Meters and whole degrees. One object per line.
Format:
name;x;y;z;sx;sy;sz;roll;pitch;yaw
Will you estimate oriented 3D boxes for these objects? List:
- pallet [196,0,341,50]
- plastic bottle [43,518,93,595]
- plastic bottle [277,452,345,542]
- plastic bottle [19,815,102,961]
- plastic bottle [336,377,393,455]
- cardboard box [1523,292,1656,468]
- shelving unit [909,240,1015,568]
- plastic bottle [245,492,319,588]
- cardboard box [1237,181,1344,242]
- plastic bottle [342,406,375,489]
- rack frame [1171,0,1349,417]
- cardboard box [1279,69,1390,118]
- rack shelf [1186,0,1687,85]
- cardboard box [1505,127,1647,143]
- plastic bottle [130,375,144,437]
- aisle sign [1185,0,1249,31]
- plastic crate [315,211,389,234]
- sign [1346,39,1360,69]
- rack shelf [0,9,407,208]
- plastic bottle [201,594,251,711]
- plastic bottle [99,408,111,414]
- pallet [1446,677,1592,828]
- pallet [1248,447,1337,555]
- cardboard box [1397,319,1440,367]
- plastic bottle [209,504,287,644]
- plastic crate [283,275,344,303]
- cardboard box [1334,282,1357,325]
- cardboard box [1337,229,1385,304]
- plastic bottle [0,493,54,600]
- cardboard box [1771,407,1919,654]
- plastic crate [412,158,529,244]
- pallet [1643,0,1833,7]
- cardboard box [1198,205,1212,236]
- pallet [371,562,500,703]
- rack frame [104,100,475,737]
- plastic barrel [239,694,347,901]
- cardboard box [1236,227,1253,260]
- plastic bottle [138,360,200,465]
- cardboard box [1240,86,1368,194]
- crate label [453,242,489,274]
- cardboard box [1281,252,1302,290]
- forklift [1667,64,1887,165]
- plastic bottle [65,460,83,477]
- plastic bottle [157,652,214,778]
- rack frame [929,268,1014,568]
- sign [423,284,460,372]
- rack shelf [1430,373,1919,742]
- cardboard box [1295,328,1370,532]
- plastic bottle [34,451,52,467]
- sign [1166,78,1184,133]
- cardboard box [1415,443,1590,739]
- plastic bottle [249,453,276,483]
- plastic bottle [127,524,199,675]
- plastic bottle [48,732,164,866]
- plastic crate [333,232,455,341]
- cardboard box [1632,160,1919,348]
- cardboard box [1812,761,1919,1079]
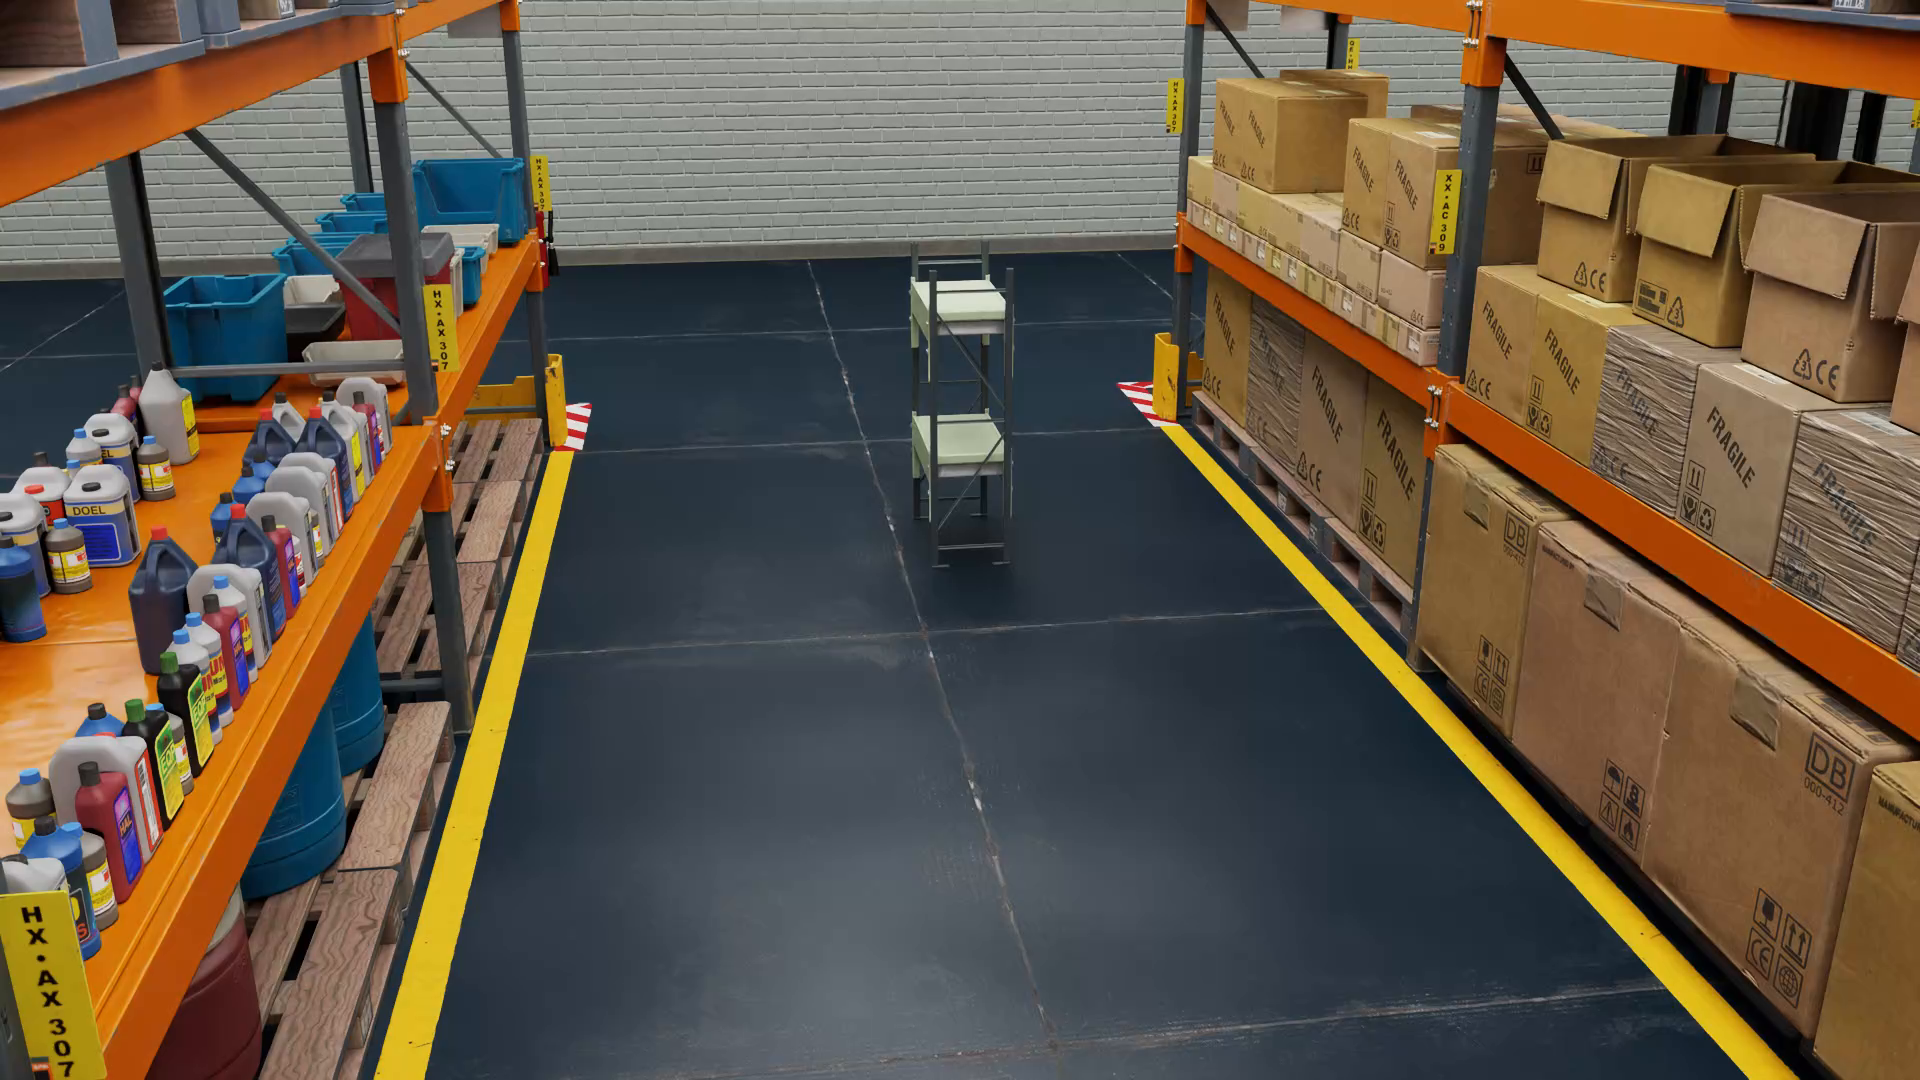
pallet;-2.074;-1.278;3.834;1.003;0.211;1.213;-3;21;-8
plastic bottle;-2.473;0.040;4.605;0.097;0.201;0.097;0;20;0
plastic bottle;-1.948;-0.141;4.984;0.152;0.276;0.135;-3;21;-8
plastic bottle;-1.606;0.617;2.961;0.097;0.271;0.097;0;20;0
plastic bottle;-2.074;-0.442;5.790;0.152;0.276;0.135;-3;21;-8
cardboard box;2.343;-0.571;5.815;0.500;0.500;0.500;-3;21;-8
shelving unit;0.001;-0.700;8.448;0.431;1.500;0.755;-3;21;-8
plastic bottle;-1.896;-0.014;4.644;0.152;0.276;0.135;-3;21;-8
cardboard box;1.827;-1.791;9.013;0.500;0.250;0.500;-4;21;-10
plastic bottle;-2.021;-0.316;5.452;0.152;0.276;0.135;-3;21;-8
rack frame;1.874;-2.255;10.467;1.000;3.000;0.127;-3;21;-8
cardboard box;2.204;-2.520;9.894;0.500;0.500;0.500;-3;21;-7
rack shelf;2.162;-2.631;8.214;1.077;0.370;4.000;-3;21;-8
cardboard box;2.635;-1.469;7.081;0.500;0.500;0.500;-3;21;-8
plastic bottle;-2.820;-0.417;5.713;0.061;0.283;0.133;-3;21;-8
aisle sign;1.567;-3.483;10.038;0.394;0.787;0.004;-3;21;-8
plastic crate;-3.222;-1.625;8.933;0.416;0.233;0.300;-3;21;-8
sign;2.413;-2.931;10.283;0.100;0.325;0.005;-3;21;-8
rack shelf;-2.162;-0.996;3.837;1.077;0.370;4.000;-3;21;-8
plastic bottle;-1.738;0.251;3.925;0.061;0.283;0.133;-3;21;-8
plastic bottle;-2.752;-0.293;5.397;0.097;0.271;0.097;0;20;0
pallet;2.637;0.699;6.542;1.003;0.211;1.213;-3;21;-8
pallet;2.239;-0.254;9.096;1.003;0.211;1.213;-3;21;-8
cardboard box;2.083;-0.842;7.041;0.380;0.149;0.250;-3;21;-7
plastic bottle;-1.835;0.086;4.270;0.144;0.351;0.185;-3;21;-8
plastic crate;-2.999;-1.113;7.699;0.293;0.136;0.466;-3;21;-8
cardboard box;1.971;-1.109;7.756;0.380;0.149;0.250;-3;21;-7
cardboard box;2.050;-1.258;7.586;0.500;0.250;0.500;-2;21;-6
plastic bottle;-2.594;0.018;4.558;0.152;0.276;0.135;-3;21;-8
cardboard box;2.567;-0.043;4.401;0.500;0.500;0.500;-4;21;-10
plastic crate;-2.794;-1.944;9.496;0.616;0.435;0.499;-3;21;-8
pallet;2.632;-1.871;5.424;0.805;0.209;1.217;-4;21;-10
cardboard box;1.637;-1.909;9.900;0.380;0.149;0.250;-3;21;-9
pallet;-2.595;0.433;7.254;1.003;0.211;1.213;-3;21;-8
rack frame;-2.450;-0.620;6.090;1.000;3.000;0.127;-3;21;-8
plastic barrel;-2.287;0.600;5.221;0.600;0.901;0.708;-3;21;-8
cardboard box;1.749;-1.642;9.185;0.380;0.149;0.250;-3;21;-9
plastic bottle;-2.715;-0.445;5.691;0.144;0.351;0.185;-3;21;-8
cardboard box;1.829;-2.144;8.886;0.500;0.500;0.500;-3;21;-9
crate label;-2.639;-1.440;8.577;0.396;0.136;0.243;-3;21;-8
cardboard box;1.861;-1.375;8.469;0.380;0.149;0.250;-3;21;-7
forklift;4.532;-1.667;8.991;1.130;2.935;3.031;-3;21;-9
plastic bottle;-2.704;-0.146;5.104;0.097;0.201;0.097;0;20;0
plastic bottle;-1.690;0.364;3.621;0.061;0.283;0.133;-3;21;-8
rack frame;0.054;-0.574;8.108;0.400;1.500;0.023;-3;21;-8
sign;-1.906;-0.777;6.114;0.100;0.325;0.005;-3;21;-8
rack shelf;2.739;0.159;5.031;1.077;0.370;4.000;-3;21;-8
cardboard box;2.305;-0.616;8.514;0.875;0.875;0.875;-3;21;-8
plastic bottle;-2.692;-0.110;4.890;0.061;0.283;0.133;-3;21;-8
sign;1.324;-2.672;10.232;0.100;0.325;0.005;-3;21;-8
cardboard box;2.563;0.149;6.467;1.225;0.875;0.875;-3;21;-8
plastic bottle;-2.069;-0.126;4.951;0.097;0.271;0.097;0;20;0
plastic bottle;-1.966;0.140;4.124;0.144;0.351;0.185;-3;21;-8
plastic bottle;-1.683;0.496;3.278;0.152;0.276;0.135;-3;21;-8
plastic crate;-2.331;-1.000;6.930;0.402;0.464;0.583;-3;21;-8
cardboard box;2.638;-0.928;5.337;0.797;0.503;0.637;-3;21;-7
cardboard box;2.948;1.073;3.992;1.225;0.875;0.875;-4;21;-10
